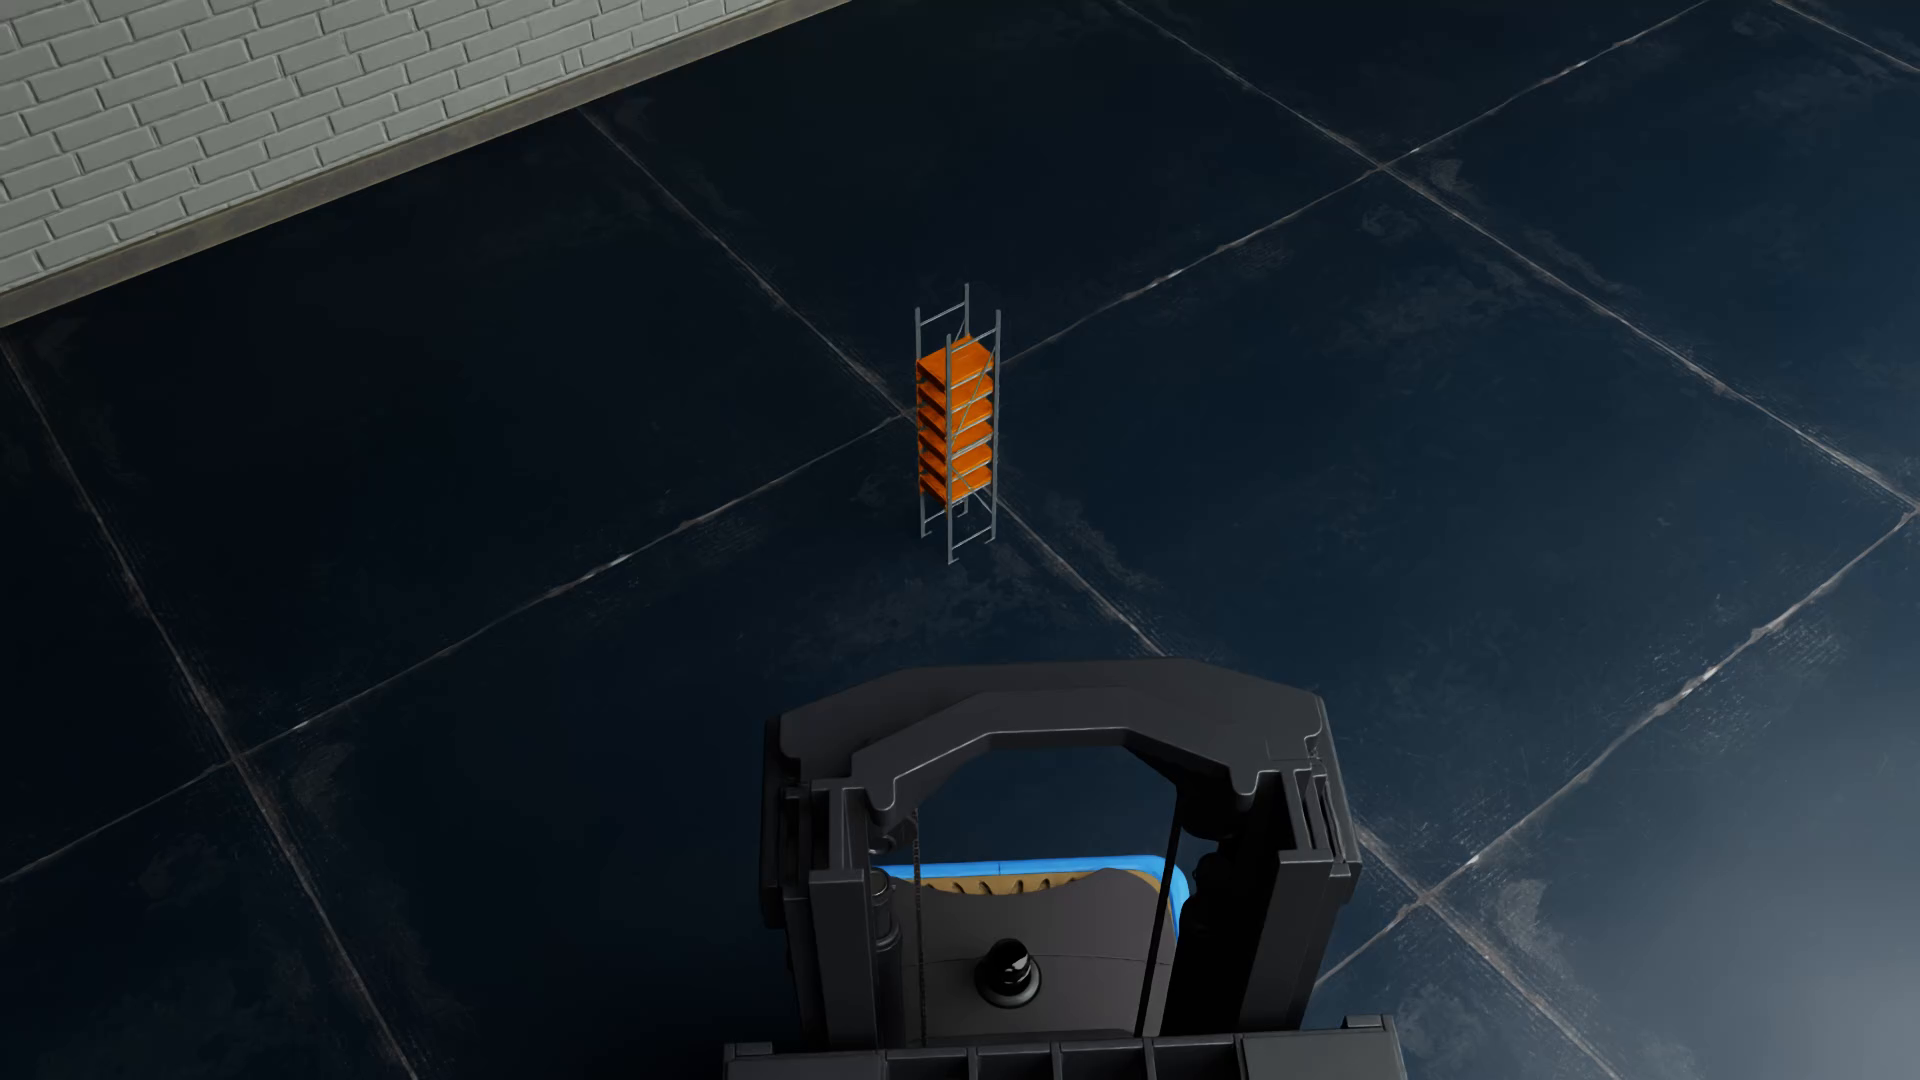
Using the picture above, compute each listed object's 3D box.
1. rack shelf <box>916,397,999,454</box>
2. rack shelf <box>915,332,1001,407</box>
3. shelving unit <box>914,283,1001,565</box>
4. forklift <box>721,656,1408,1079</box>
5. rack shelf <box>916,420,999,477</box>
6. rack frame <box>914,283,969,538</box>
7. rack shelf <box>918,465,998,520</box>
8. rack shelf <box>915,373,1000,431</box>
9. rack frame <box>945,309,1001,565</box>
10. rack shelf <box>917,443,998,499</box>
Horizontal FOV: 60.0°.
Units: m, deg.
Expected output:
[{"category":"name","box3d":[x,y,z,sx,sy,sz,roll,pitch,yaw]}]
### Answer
[{"category":"rack shelf","box3d":[-0.009,-0.462,6.256,0.258,0.103,0.180,-29,54,-24]},{"category":"rack shelf","box3d":[-0.009,-0.623,6.078,0.258,0.103,0.180,-29,54,-24]},{"category":"shelving unit","box3d":[-0.009,-0.412,6.312,0.258,1.200,0.189,-29,54,-24]},{"category":"forklift","box3d":[0.176,1.702,3.227,1.130,2.935,3.031,-2,48,-2]},{"category":"rack shelf","box3d":[-0.009,-0.382,6.345,0.258,0.103,0.180,-29,54,-24]},{"category":"rack frame","box3d":[-0.064,-0.465,6.361,0.240,1.200,0.006,-29,54,-24]},{"category":"rack shelf","box3d":[-0.009,-0.220,6.523,0.258,0.103,0.180,-29,54,-24]},{"category":"rack shelf","box3d":[-0.009,-0.543,6.167,0.258,0.103,0.180,-29,54,-24]},{"category":"rack frame","box3d":[0.047,-0.358,6.263,0.240,1.200,0.006,-29,54,-24]},{"category":"rack shelf","box3d":[-0.009,-0.301,6.434,0.258,0.103,0.180,-29,54,-24]}]
